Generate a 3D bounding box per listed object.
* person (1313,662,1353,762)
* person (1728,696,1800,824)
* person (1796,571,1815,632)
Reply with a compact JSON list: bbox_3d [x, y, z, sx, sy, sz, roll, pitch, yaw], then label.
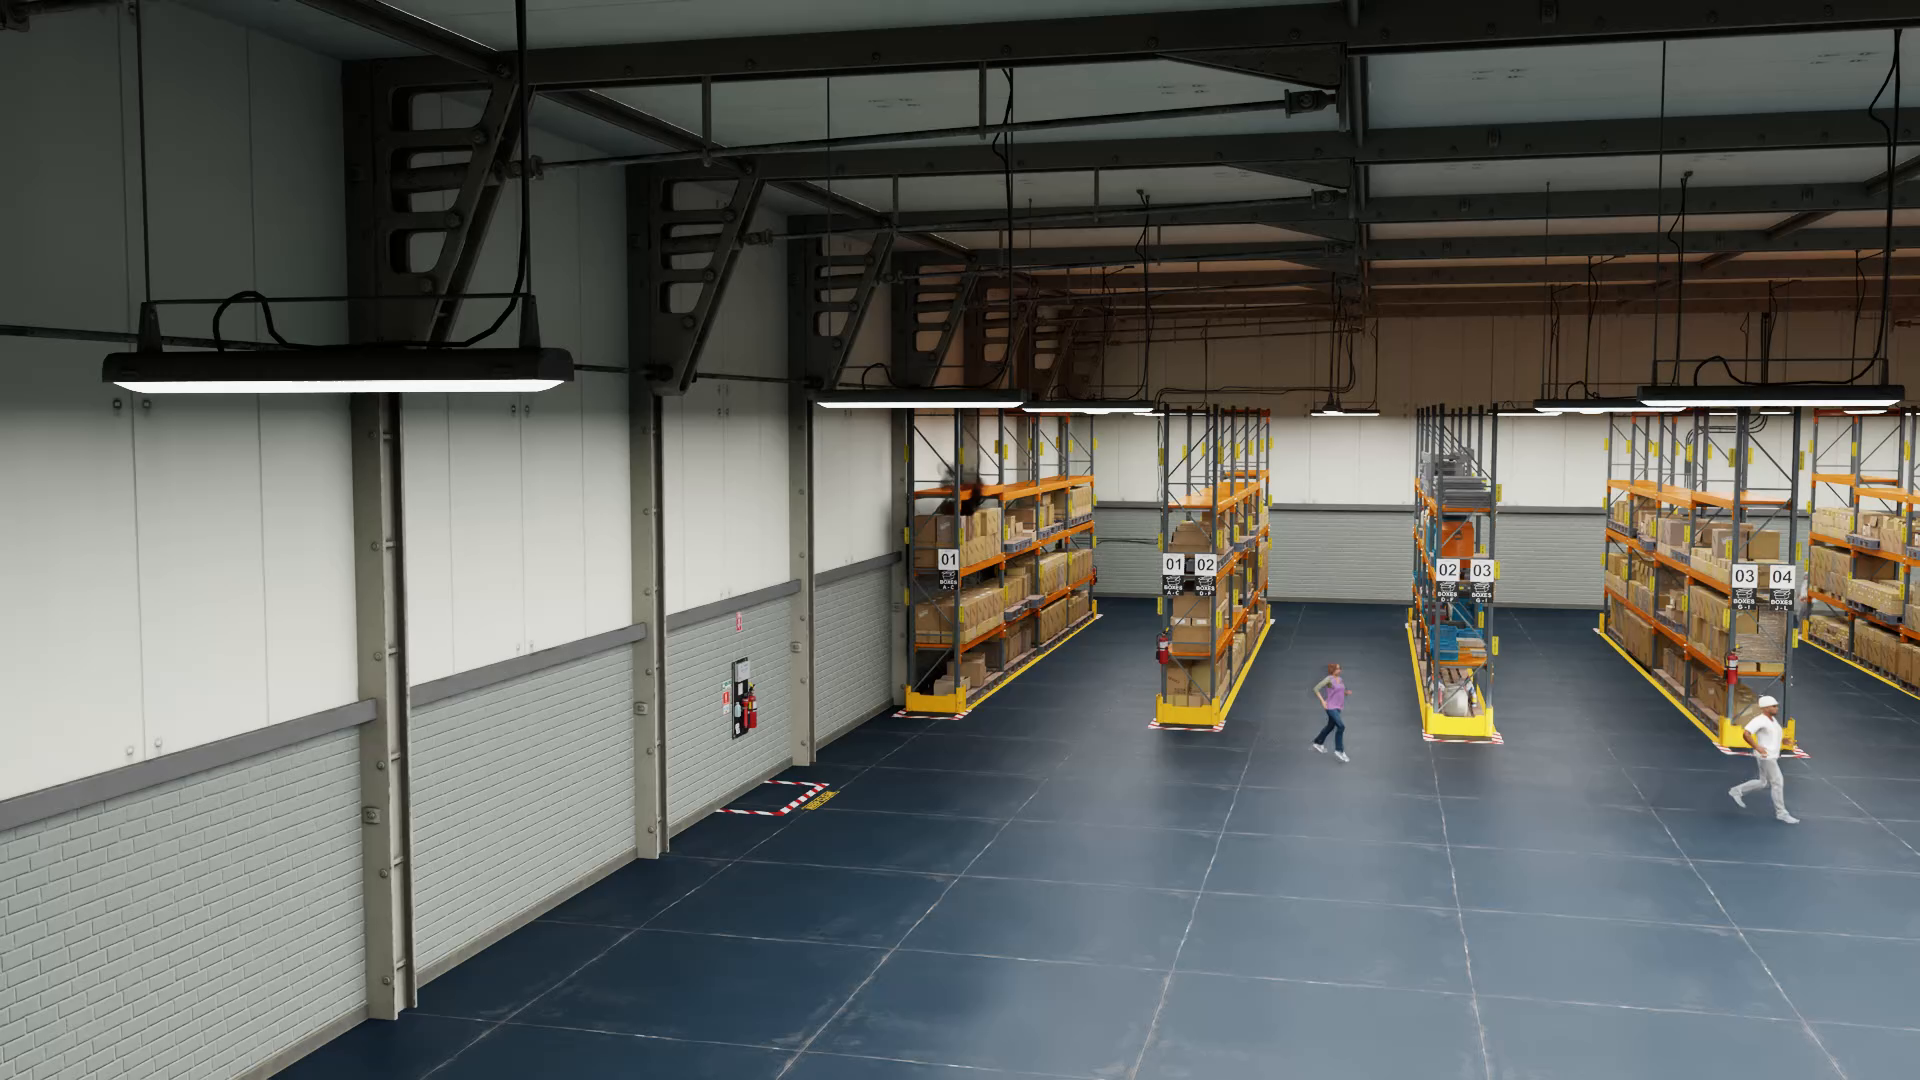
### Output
[{"bbox_3d":[6.277,2.870,28.035,0.740,1.633,0.515,3,5,40],"label":"person"},{"bbox_3d":[11.506,3.109,23.761,0.968,1.773,0.700,3,5,36],"label":"person"},{"bbox_3d":[22.681,1.639,44.451,0.596,1.708,0.715,1,4,12],"label":"person"}]
